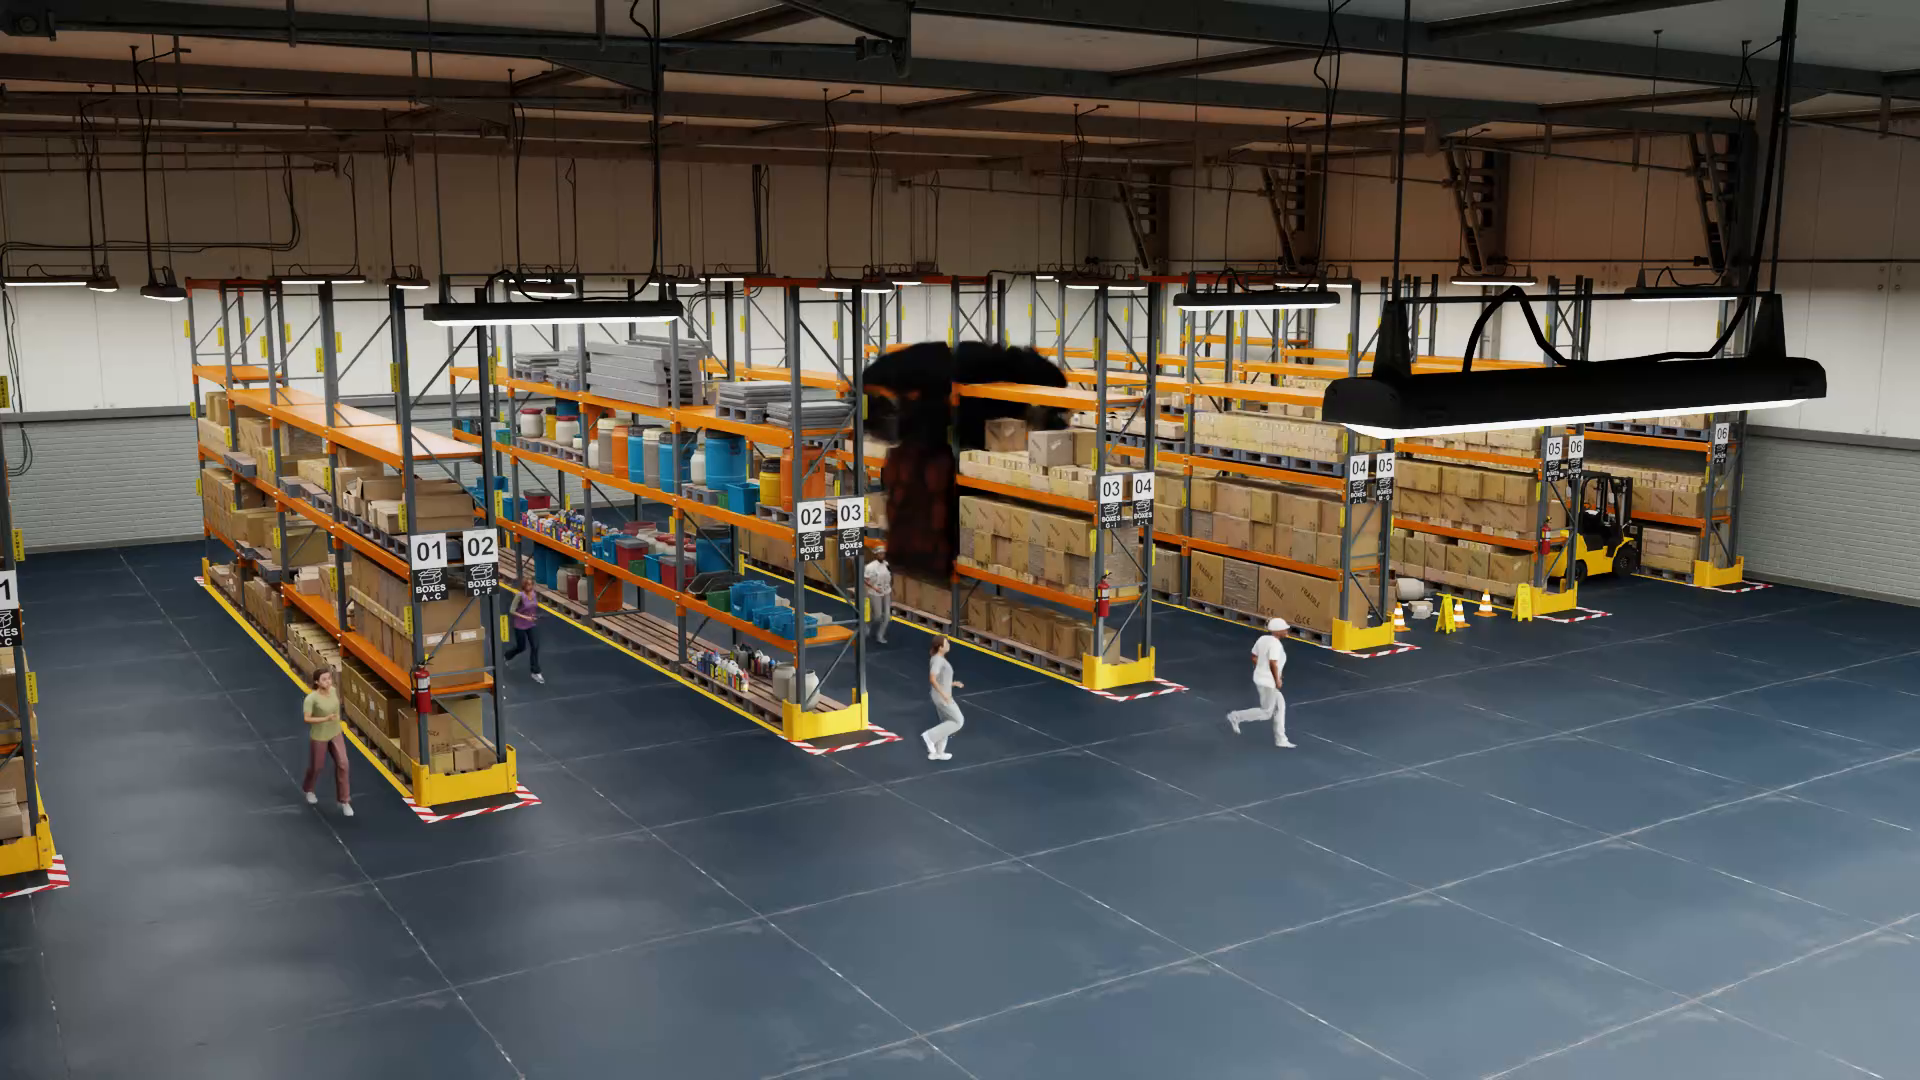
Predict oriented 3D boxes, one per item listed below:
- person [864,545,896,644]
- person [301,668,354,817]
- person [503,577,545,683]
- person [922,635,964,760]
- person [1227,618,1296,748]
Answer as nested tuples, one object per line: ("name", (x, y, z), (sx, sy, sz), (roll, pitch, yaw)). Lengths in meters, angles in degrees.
("person", (-1.359, 0.885, 27.768), (0.562, 1.655, 0.589), (-8, 12, -39))
("person", (-7.351, 2.297, 19.201), (0.909, 1.697, 0.553), (8, 12, 38))
("person", (-6.643, 1.332, 25.322), (0.921, 1.592, 0.564), (7, 12, 34))
("person", (-0.214, 2.008, 21.207), (0.567, 1.627, 0.570), (-2, 10, -9))
("person", (3.953, 1.888, 21.729), (0.949, 1.749, 0.704), (-1, 10, -4))
